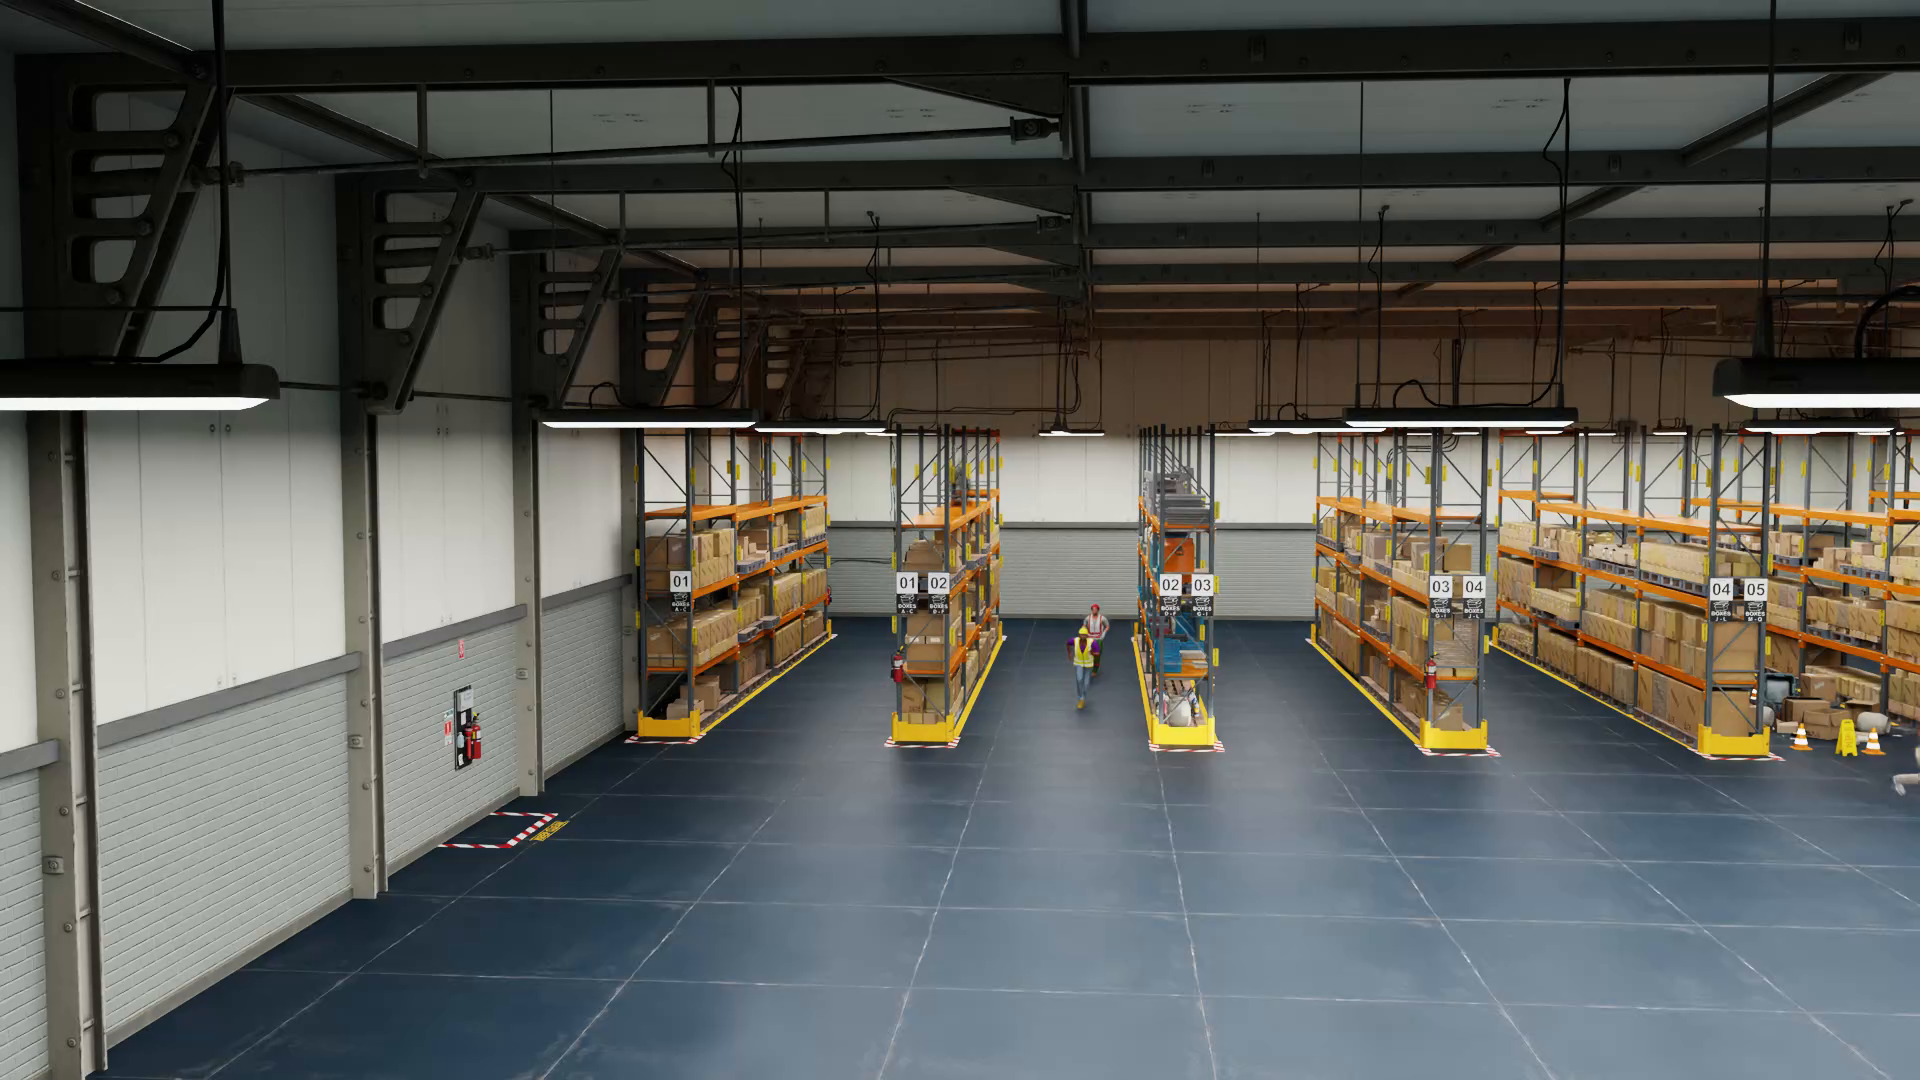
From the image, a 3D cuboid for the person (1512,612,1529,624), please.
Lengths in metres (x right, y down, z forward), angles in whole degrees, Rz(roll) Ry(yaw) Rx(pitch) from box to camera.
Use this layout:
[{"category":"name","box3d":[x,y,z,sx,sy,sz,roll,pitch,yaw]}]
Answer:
[{"category":"person","box3d":[16.176,1.989,47.682,0.836,1.702,0.587,-1,4,-21]}]

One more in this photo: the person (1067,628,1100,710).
[{"category":"person","box3d":[2.625,2.712,35.369,0.686,1.750,0.940,0,3,0]}]

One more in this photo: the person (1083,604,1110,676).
[{"category":"person","box3d":[3.282,2.413,40.110,0.644,1.751,0.630,1,4,10]}]

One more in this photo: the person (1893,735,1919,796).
[{"category":"person","box3d":[14.982,3.352,25.797,0.664,1.686,0.884,-3,5,-43]}]
